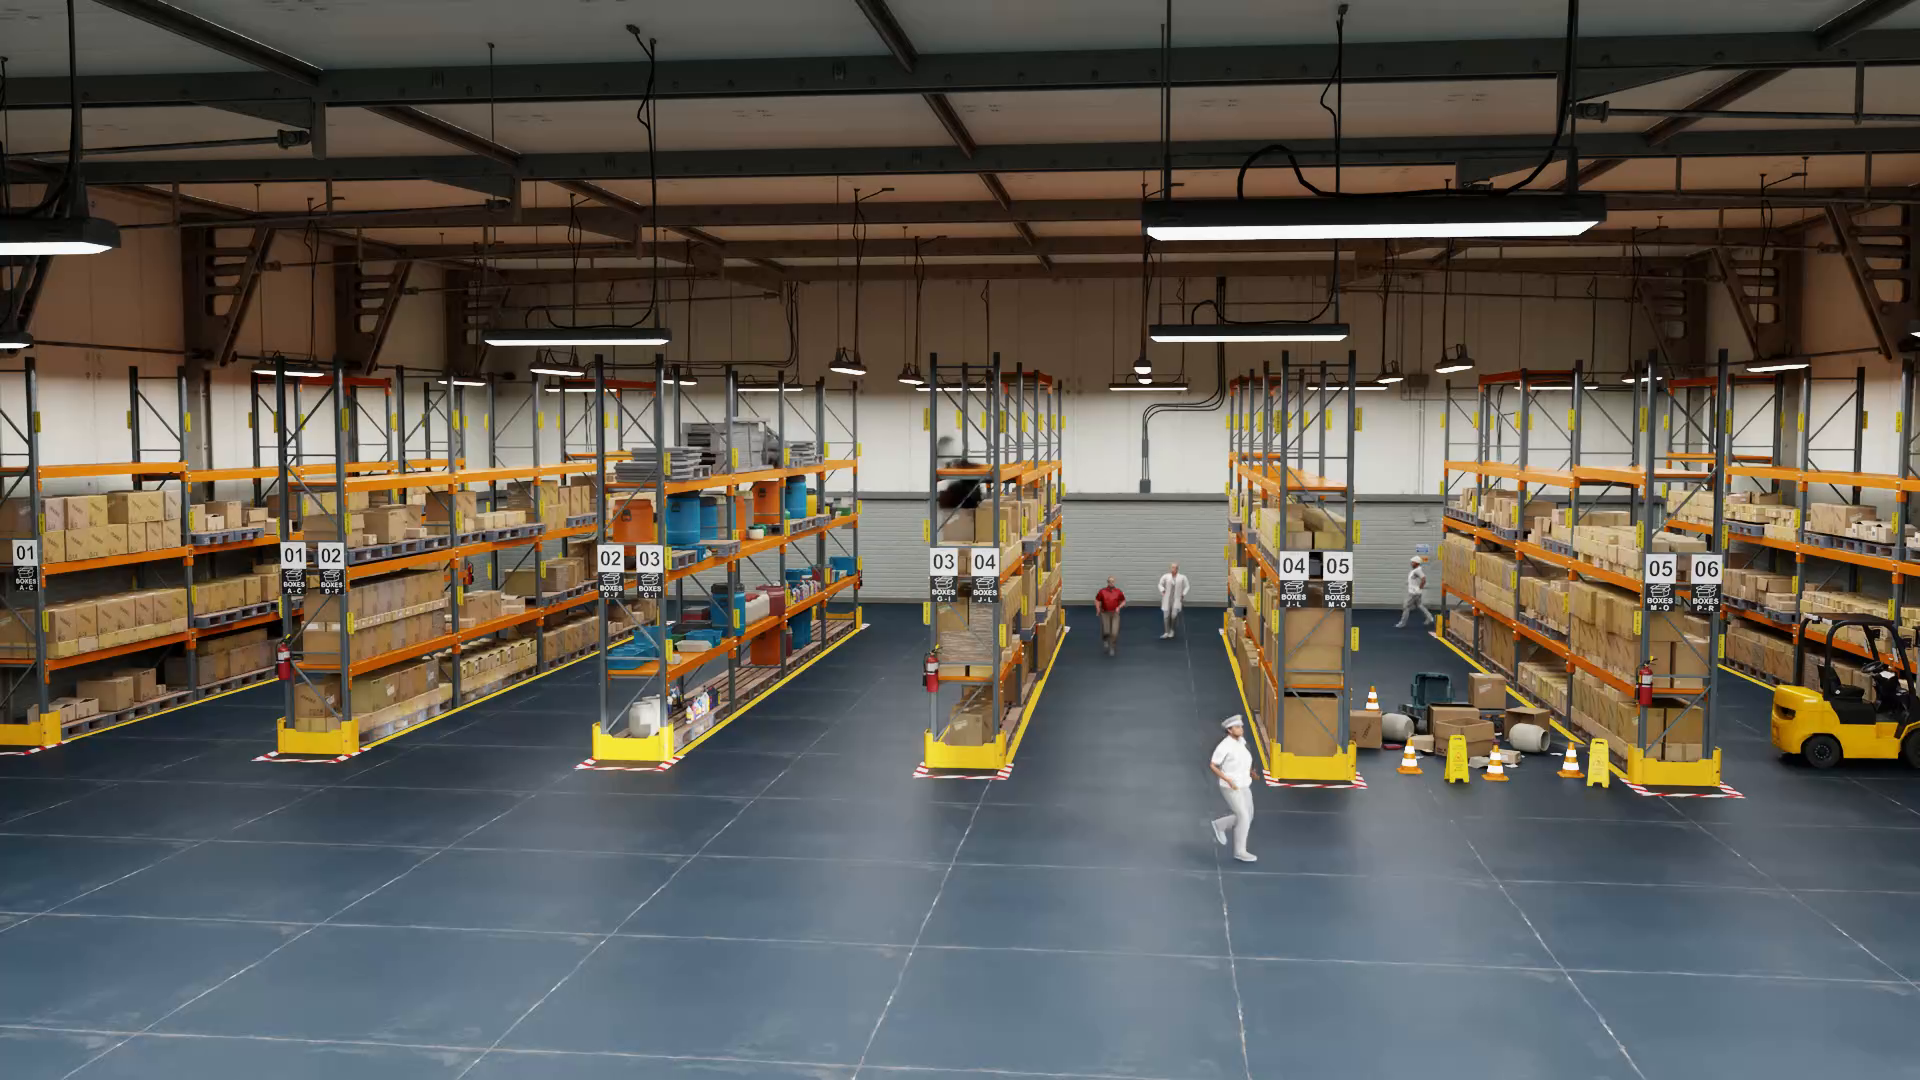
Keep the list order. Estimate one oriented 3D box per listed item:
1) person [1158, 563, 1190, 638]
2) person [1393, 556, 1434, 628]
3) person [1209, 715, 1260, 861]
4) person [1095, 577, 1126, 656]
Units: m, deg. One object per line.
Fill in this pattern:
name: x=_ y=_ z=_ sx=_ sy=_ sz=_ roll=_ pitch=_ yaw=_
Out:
person: x=4.913 y=1.413 z=38.409 sx=0.718 sy=1.743 sz=0.631 roll=1 pitch=4 yaw=17
person: x=10.984 y=1.262 z=40.244 sx=0.956 sy=1.771 sz=0.745 roll=1 pitch=4 yaw=18
person: x=3.130 y=2.820 z=19.124 sx=0.581 sy=1.655 sz=0.700 roll=-4 pitch=5 yaw=-42
person: x=3.241 y=1.639 z=35.791 sx=0.663 sy=1.685 sz=0.598 roll=0 pitch=4 yaw=1
